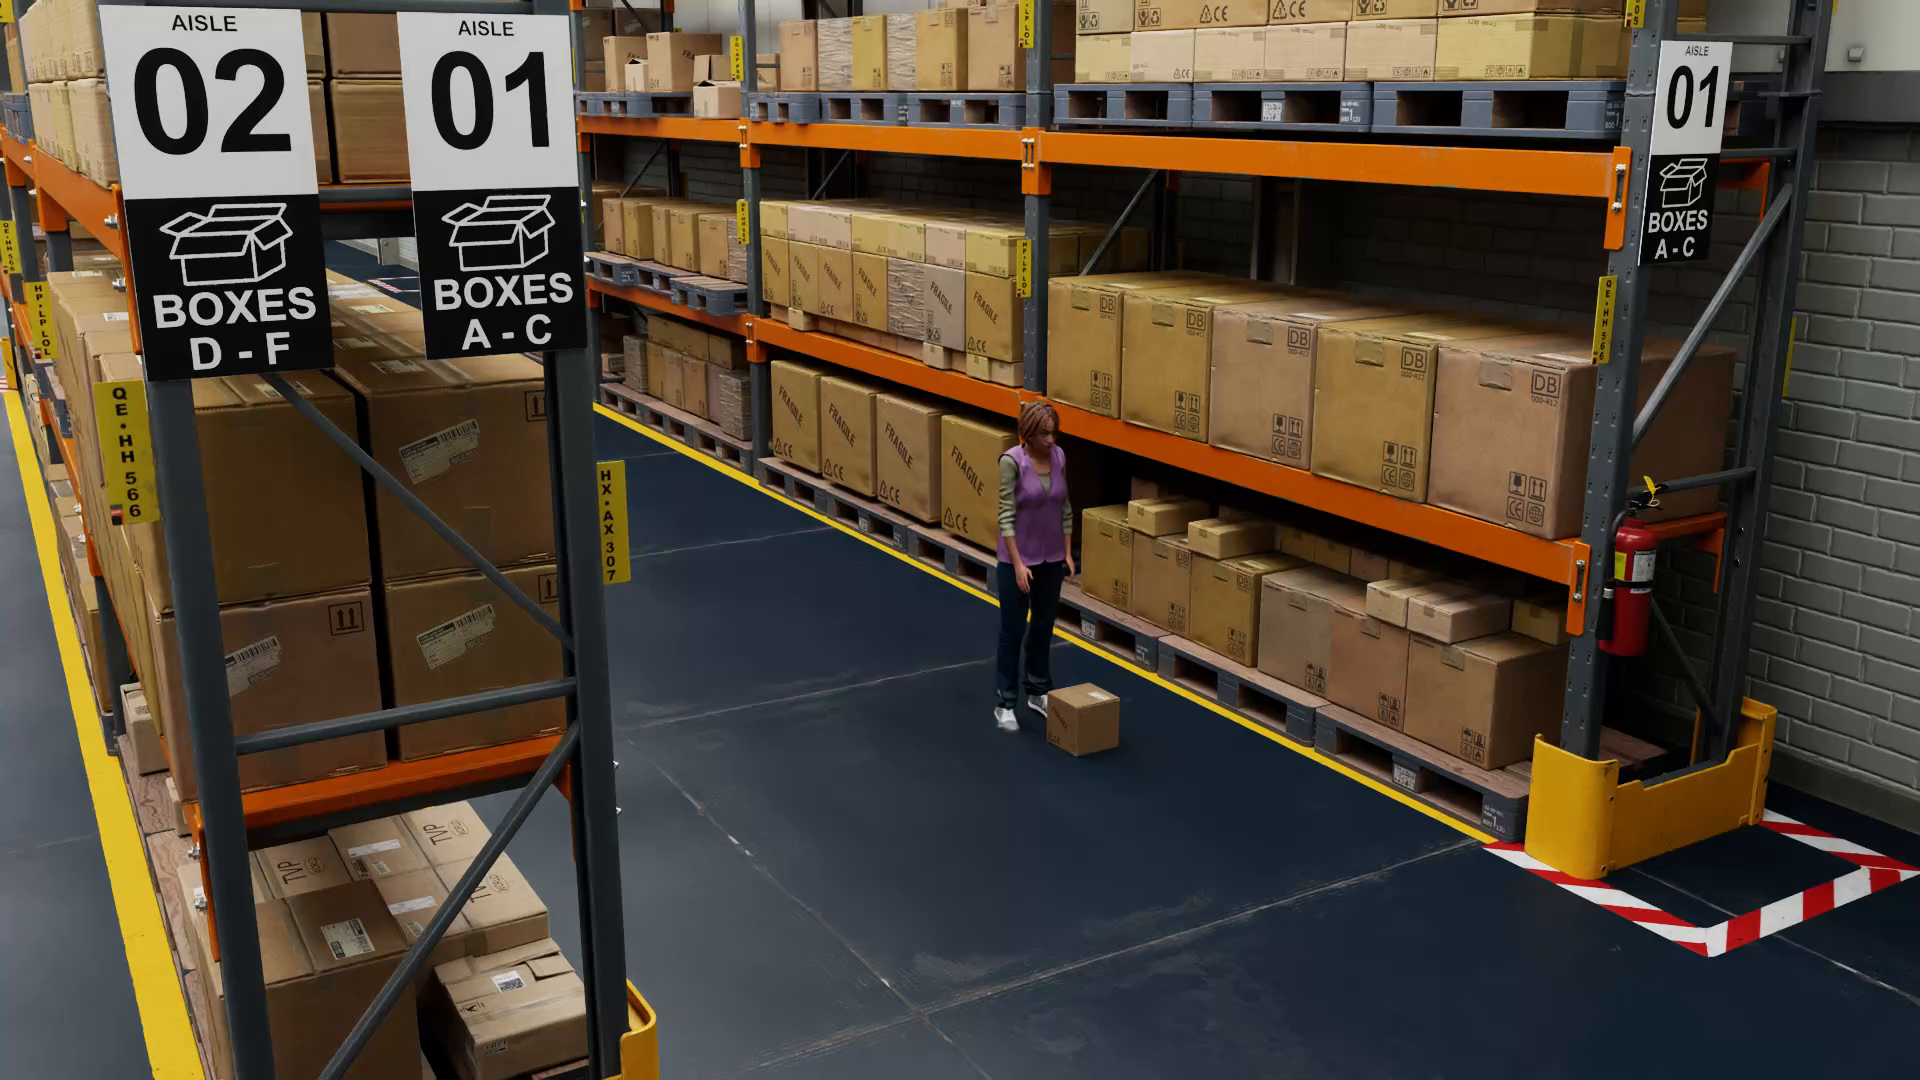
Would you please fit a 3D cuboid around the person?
[{"bbox_3d":[0.351,0.116,8.131,0.430,1.618,0.325,-9,17,-29],"label":"person"}]
